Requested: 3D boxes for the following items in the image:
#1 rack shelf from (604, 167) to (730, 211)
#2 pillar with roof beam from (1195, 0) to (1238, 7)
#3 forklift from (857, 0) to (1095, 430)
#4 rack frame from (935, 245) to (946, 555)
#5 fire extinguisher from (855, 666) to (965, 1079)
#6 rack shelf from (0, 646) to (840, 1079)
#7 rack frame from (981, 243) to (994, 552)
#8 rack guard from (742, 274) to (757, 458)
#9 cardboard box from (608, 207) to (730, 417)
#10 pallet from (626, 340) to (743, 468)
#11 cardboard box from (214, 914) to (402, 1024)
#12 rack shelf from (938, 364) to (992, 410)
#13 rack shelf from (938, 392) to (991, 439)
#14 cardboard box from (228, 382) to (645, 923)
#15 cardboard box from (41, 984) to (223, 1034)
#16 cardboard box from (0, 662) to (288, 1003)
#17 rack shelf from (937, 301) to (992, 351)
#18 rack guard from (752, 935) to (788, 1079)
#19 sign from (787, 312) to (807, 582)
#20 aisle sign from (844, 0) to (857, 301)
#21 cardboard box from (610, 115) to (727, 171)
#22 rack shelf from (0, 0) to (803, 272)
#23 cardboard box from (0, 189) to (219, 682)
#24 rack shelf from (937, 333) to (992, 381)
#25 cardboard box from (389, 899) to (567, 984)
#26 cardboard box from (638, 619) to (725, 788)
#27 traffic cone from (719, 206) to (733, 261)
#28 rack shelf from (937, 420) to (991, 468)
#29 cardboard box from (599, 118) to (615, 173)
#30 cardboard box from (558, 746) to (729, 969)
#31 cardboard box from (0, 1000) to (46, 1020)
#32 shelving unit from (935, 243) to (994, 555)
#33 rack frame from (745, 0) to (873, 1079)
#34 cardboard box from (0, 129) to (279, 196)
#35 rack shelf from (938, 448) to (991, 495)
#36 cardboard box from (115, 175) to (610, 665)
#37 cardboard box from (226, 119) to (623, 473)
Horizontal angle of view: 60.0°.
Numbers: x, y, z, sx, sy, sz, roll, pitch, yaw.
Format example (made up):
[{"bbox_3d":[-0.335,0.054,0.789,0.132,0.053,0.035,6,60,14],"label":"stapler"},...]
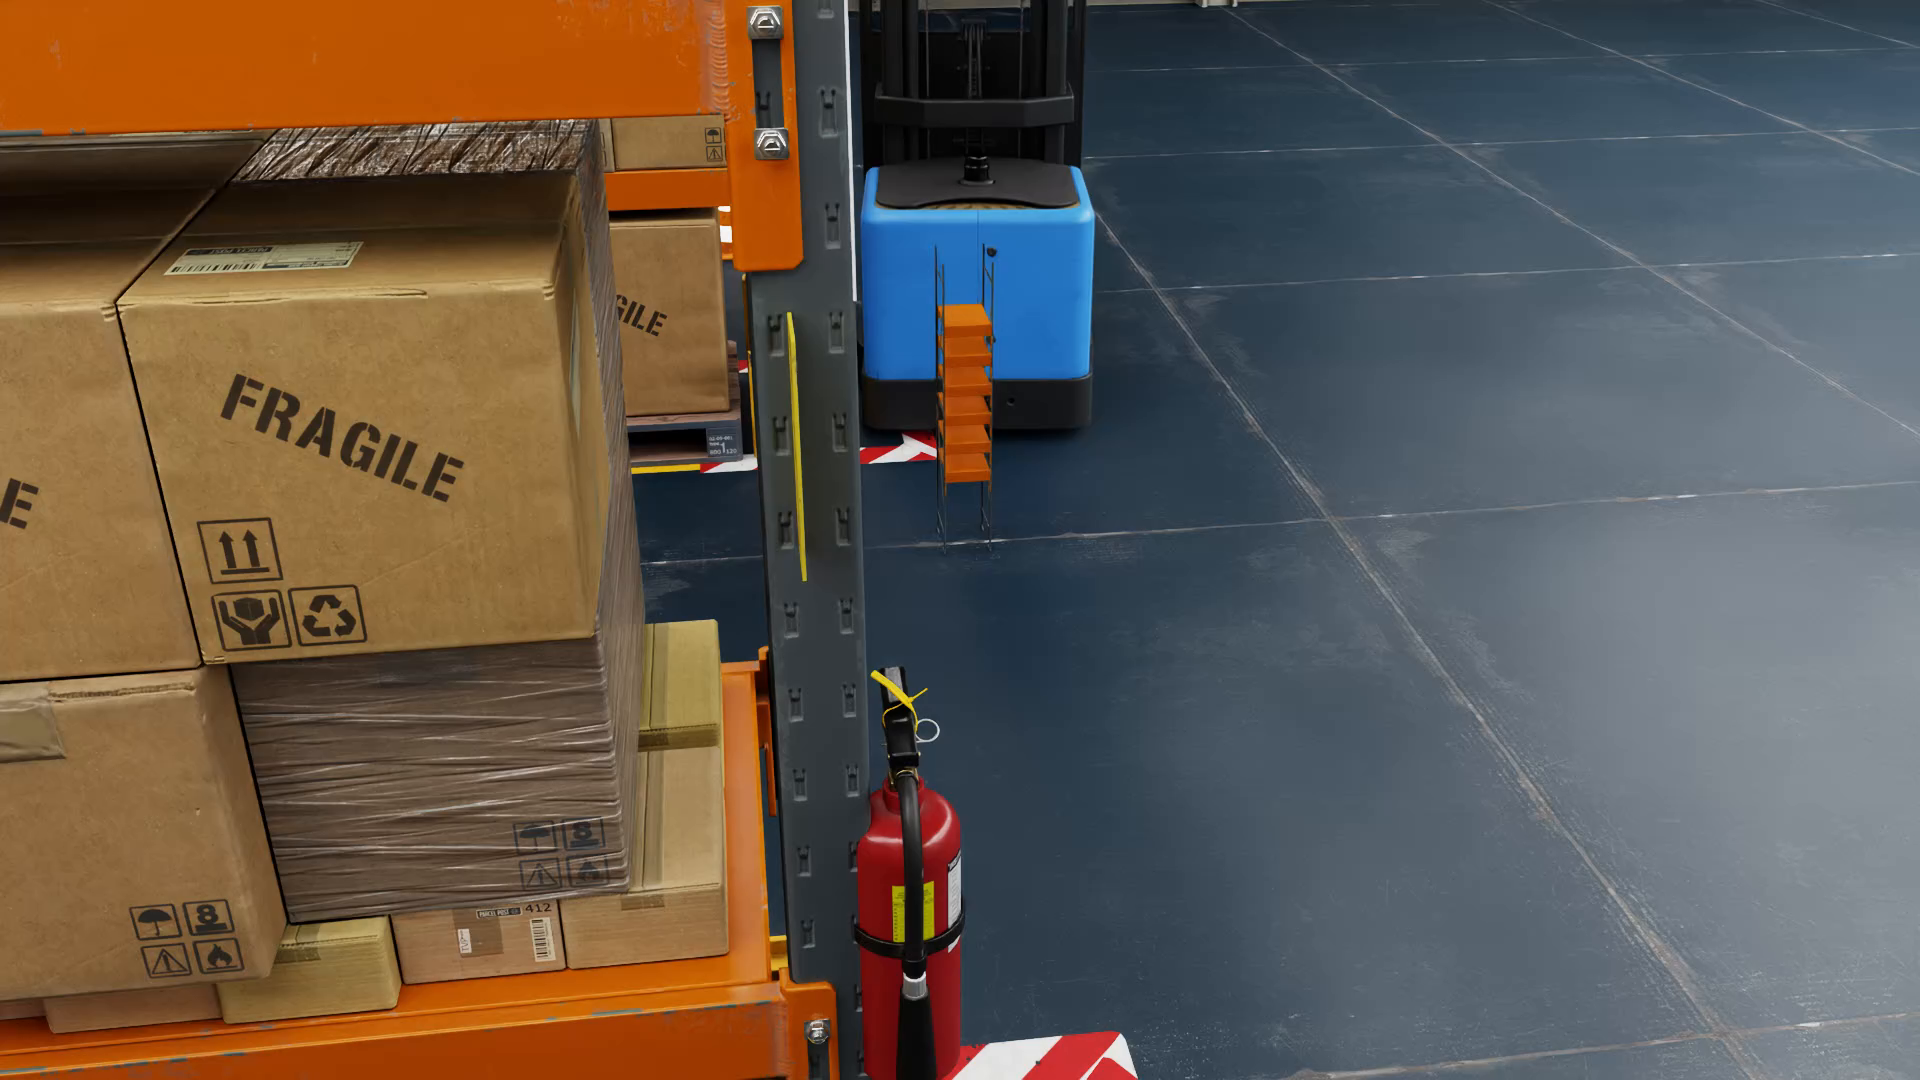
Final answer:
[{"bbox_3d":[-2.832,-1.511,7.197,4.000,0.370,1.077,-4,27,-7],"label":"rack shelf"},{"bbox_3d":[3.390,-7.901,12.291,0.400,9.000,9.100,-4,27,-7],"label":"pillar with roof beam"},{"bbox_3d":[0.056,-2.435,8.285,1.130,2.935,3.031,0,27,-1],"label":"forklift"},{"bbox_3d":[-0.076,-0.529,6.467,0.006,1.200,0.240,-4,27,-7],"label":"rack frame"},{"bbox_3d":[-0.083,0.526,2.524,0.183,0.674,0.296,-4,27,-7],"label":"fire extinguisher"},{"bbox_3d":[-2.241,0.738,2.814,4.000,0.370,1.077,-4,27,-7],"label":"rack shelf"},{"bbox_3d":[0.105,-0.541,6.489,0.006,1.200,0.240,-4,27,-7],"label":"rack frame"},{"bbox_3d":[-0.828,-0.848,7.854,0.348,0.500,1.175,-4,27,-7],"label":"rack guard"},{"bbox_3d":[-1.514,-1.127,7.527,0.875,0.875,0.875,-4,27,-7],"label":"cardboard box"},{"bbox_3d":[-1.632,-0.631,7.749,1.213,0.211,1.003,-4,27,-7],"label":"pallet"},{"bbox_3d":[-1.002,0.569,2.631,0.250,0.149,0.380,-4,27,-7],"label":"cardboard box"},{"bbox_3d":[0.014,-0.602,6.443,0.180,0.103,0.258,-4,27,-7],"label":"rack shelf"},{"bbox_3d":[0.014,-0.495,6.498,0.180,0.103,0.258,-4,27,-7],"label":"rack shelf"},{"bbox_3d":[-0.809,0.136,2.763,0.500,0.500,0.875,-4,27,-7],"label":"cardboard box"},{"bbox_3d":[-1.252,0.577,2.614,0.250,0.149,0.380,-4,27,-7],"label":"cardboard box"},{"bbox_3d":[-1.287,0.222,2.596,0.500,0.500,0.875,-4,27,-7],"label":"cardboard box"},{"bbox_3d":[0.014,-0.816,6.334,0.180,0.103,0.258,-4,27,-7],"label":"rack shelf"},{"bbox_3d":[-0.336,1.408,3.459,0.348,0.500,1.175,-4,27,-7],"label":"rack guard"},{"bbox_3d":[-0.203,-0.113,2.070,0.005,0.325,0.100,-4,27,-7],"label":"sign"},{"bbox_3d":[-0.157,-0.734,2.048,0.004,0.787,0.394,-4,27,-7],"label":"aisle sign"},{"bbox_3d":[-1.212,-1.981,7.160,0.550,0.550,0.875,-4,27,-7],"label":"cardboard box"},{"bbox_3d":[-2.241,-0.597,2.130,4.000,0.370,1.077,-4,27,-7],"label":"rack shelf"},{"bbox_3d":[-1.265,-0.150,2.226,0.500,0.500,0.500,-4,27,-7],"label":"cardboard box"},{"bbox_3d":[0.014,-0.709,6.389,0.180,0.103,0.258,-4,27,-7],"label":"rack shelf"},{"bbox_3d":[-0.761,0.529,2.708,0.250,0.149,0.380,-4,27,-7],"label":"cardboard box"},{"bbox_3d":[-0.576,0.313,3.130,0.250,0.149,0.380,-4,27,-7],"label":"cardboard box"},{"bbox_3d":[-1.396,-1.970,10.083,0.334,0.463,0.336,-4,27,-7],"label":"traffic cone"},{"bbox_3d":[0.014,-0.388,6.553,0.180,0.103,0.258,-4,27,-7],"label":"rack shelf"},{"bbox_3d":[-1.754,-1.936,7.073,0.550,0.550,0.875,-4,27,-7],"label":"cardboard box"},{"bbox_3d":[-0.514,0.514,2.738,0.250,0.149,0.380,-4,27,-7],"label":"cardboard box"},{"bbox_3d":[-1.505,0.575,2.620,0.250,0.149,0.380,-4,27,-7],"label":"cardboard box"},{"bbox_3d":[0.014,-0.535,6.478,0.189,1.200,0.258,-4,27,-7],"label":"shelving unit"},{"bbox_3d":[-0.261,0.289,2.901,0.053,2.616,0.949,-4,27,-7],"label":"rack frame"},{"bbox_3d":[-1.339,-0.391,2.695,0.500,0.500,0.500,-4,27,-7],"label":"cardboard box"},{"bbox_3d":[0.014,-0.282,6.608,0.180,0.103,0.258,-4,27,-7],"label":"rack shelf"},{"bbox_3d":[-0.771,-0.184,2.293,0.500,0.500,0.500,-4,27,-7],"label":"cardboard box"},{"bbox_3d":[-0.843,-0.419,2.751,0.500,0.500,0.500,-4,27,-7],"label":"cardboard box"}]
